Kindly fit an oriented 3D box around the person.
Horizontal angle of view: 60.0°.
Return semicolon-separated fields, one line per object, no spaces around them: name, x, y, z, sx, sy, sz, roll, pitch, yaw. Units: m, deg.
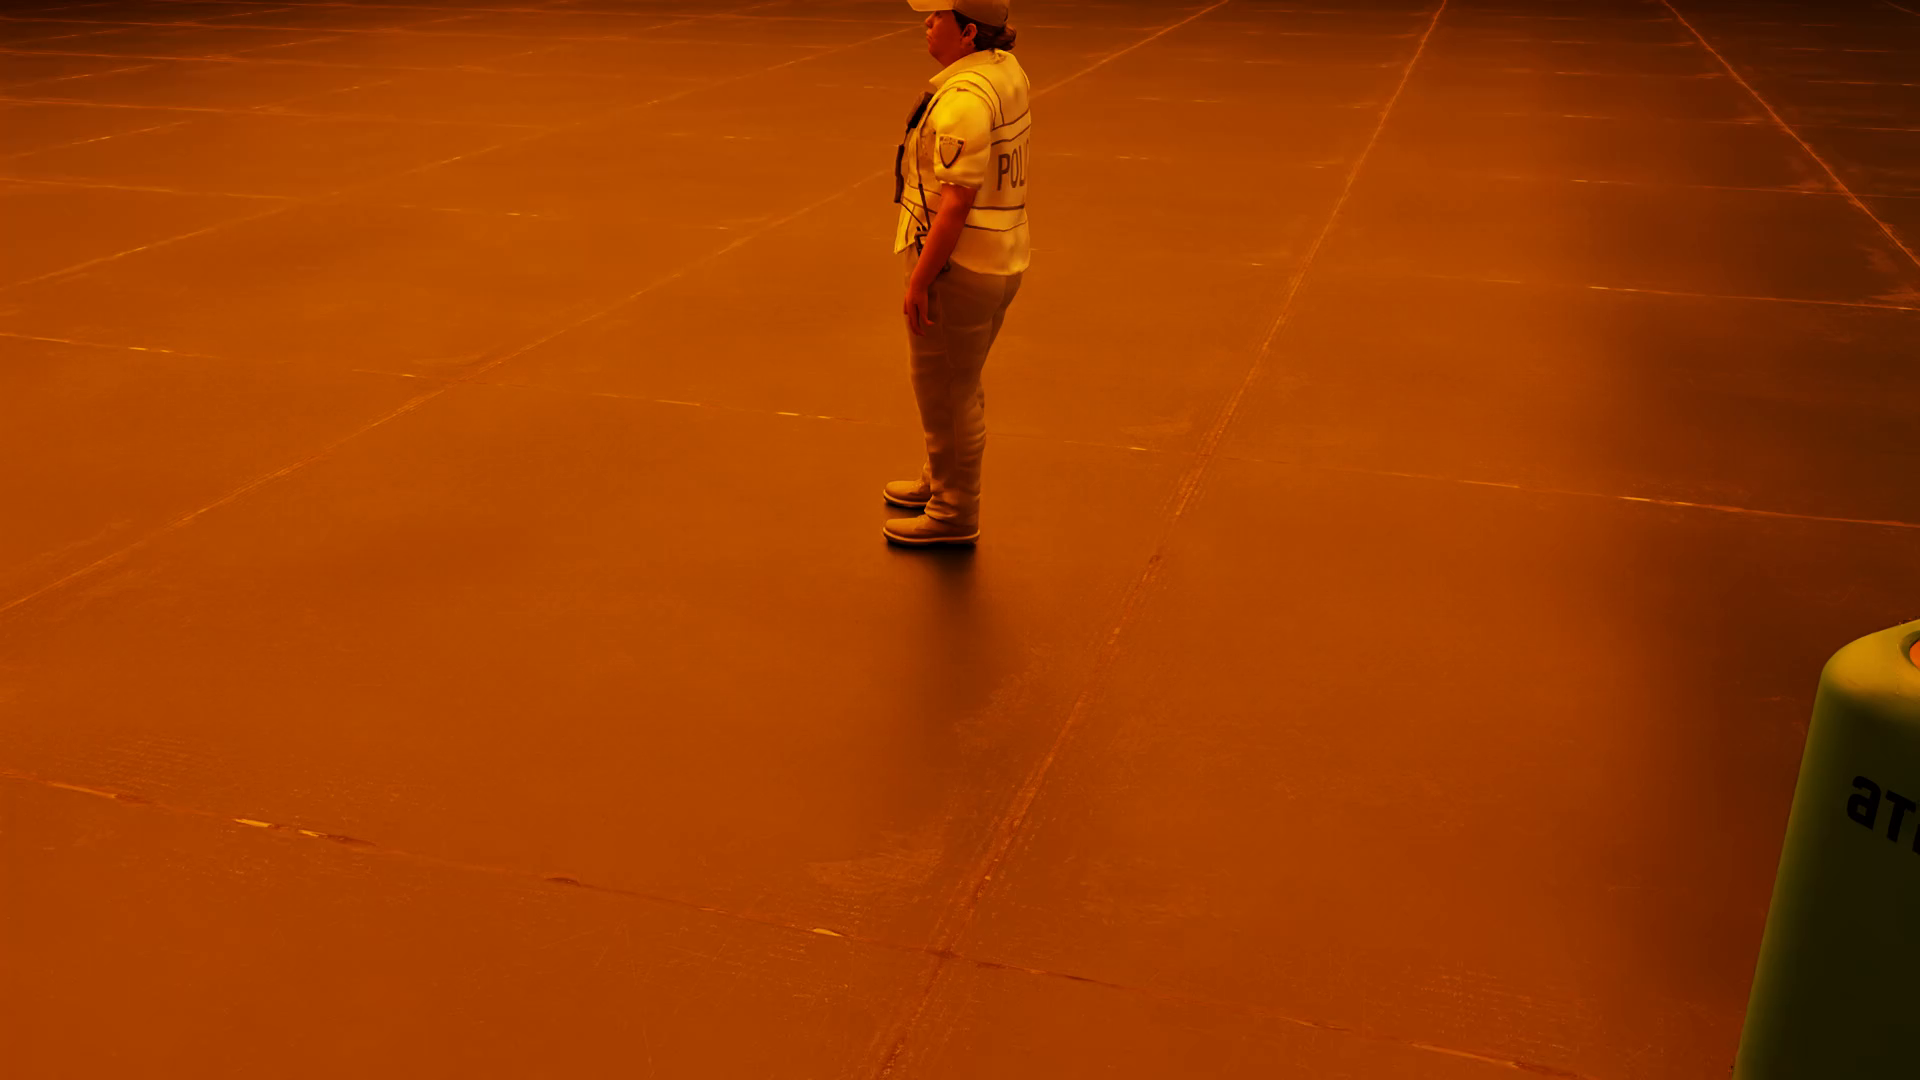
person;-0.066;-0.794;4.841;0.529;1.670;0.598;7;23;16
